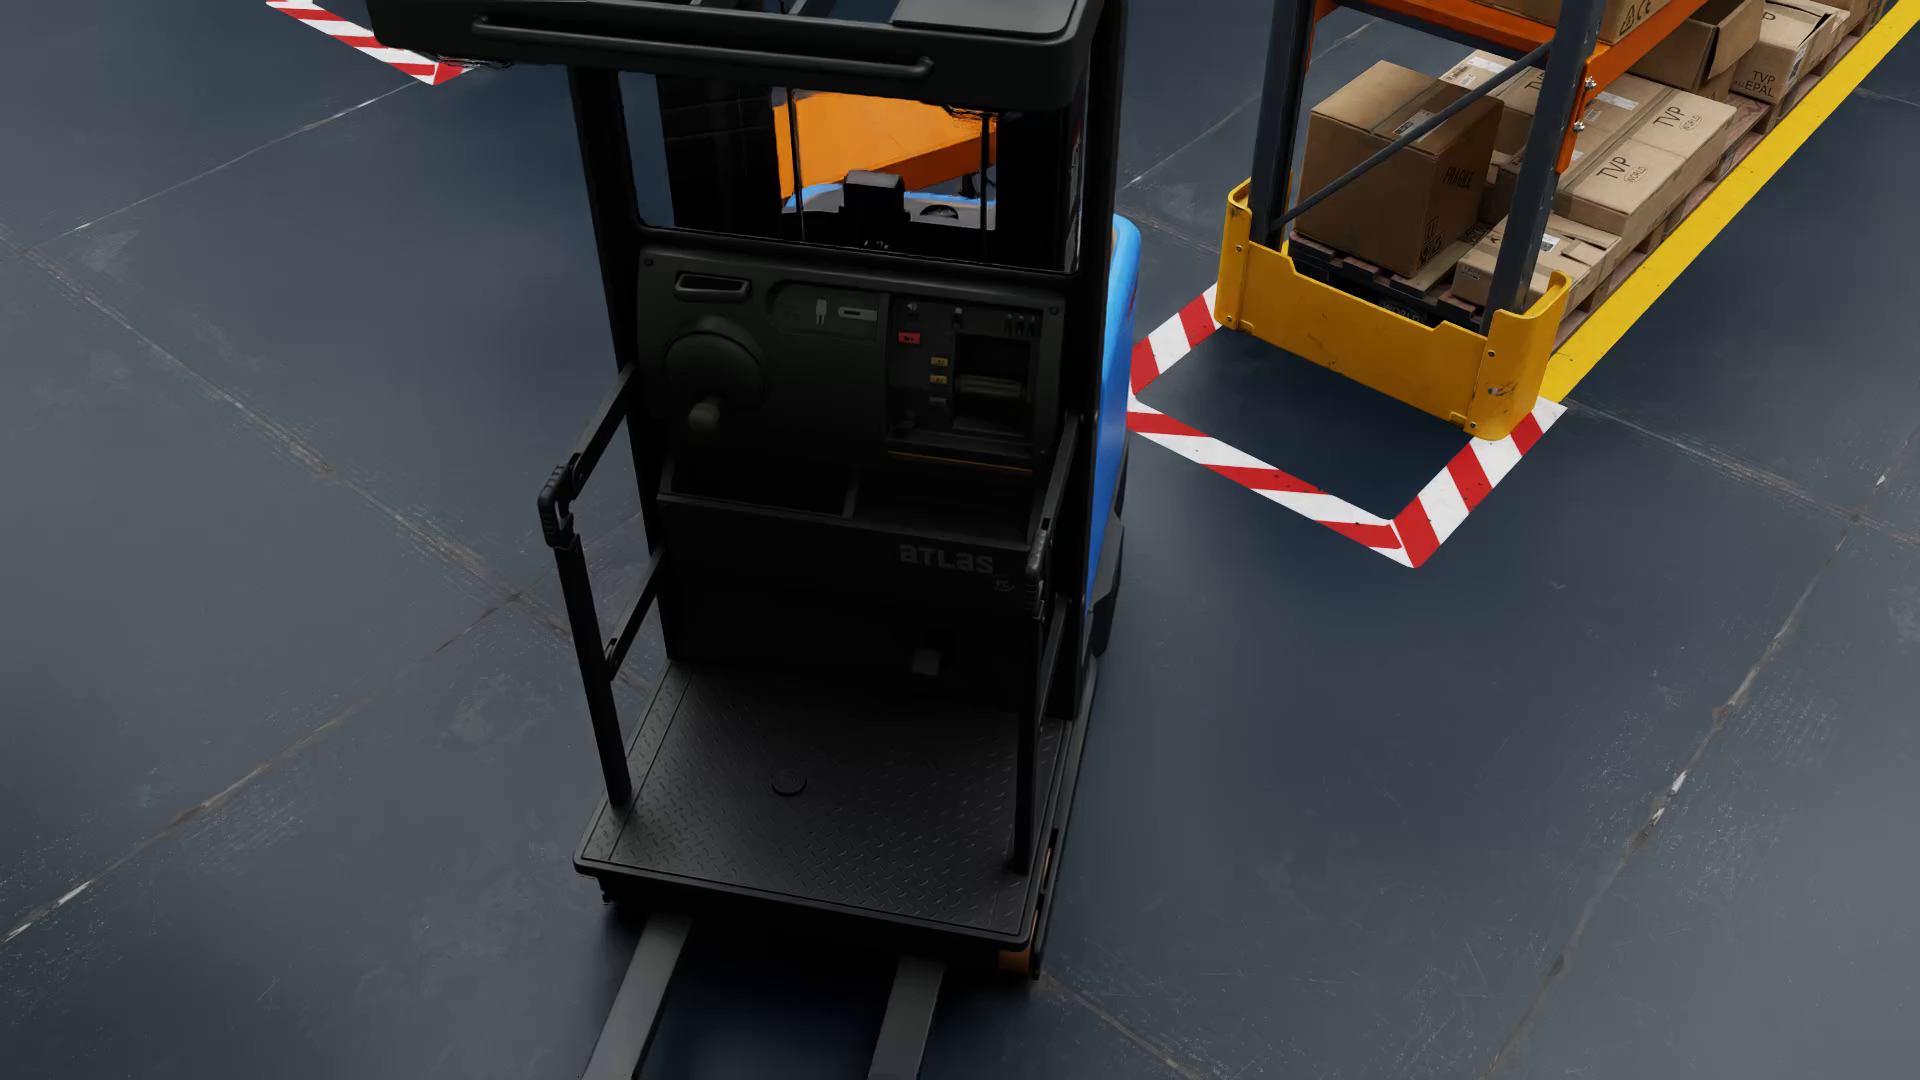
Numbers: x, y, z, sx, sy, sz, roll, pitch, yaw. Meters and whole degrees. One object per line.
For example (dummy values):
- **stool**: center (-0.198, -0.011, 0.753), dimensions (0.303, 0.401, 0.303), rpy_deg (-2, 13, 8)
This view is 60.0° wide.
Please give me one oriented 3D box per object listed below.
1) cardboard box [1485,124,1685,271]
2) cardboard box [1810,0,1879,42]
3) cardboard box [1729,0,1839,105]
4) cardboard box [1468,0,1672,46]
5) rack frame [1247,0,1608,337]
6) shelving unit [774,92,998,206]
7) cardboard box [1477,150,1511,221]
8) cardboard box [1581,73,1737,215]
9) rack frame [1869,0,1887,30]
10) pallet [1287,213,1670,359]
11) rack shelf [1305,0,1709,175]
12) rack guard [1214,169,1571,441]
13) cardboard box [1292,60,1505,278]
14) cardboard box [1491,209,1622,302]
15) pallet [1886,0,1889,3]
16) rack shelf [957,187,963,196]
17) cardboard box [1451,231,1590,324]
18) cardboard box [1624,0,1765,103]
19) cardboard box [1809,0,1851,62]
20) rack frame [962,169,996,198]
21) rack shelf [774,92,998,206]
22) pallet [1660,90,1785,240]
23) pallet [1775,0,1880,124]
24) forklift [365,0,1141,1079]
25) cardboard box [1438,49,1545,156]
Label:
- **cardboard box**: center (2.311, -1.289, 6.154), dimensions (0.500, 0.250, 0.500), rpy_deg (29, 50, 28)
- **cardboard box**: center (3.846, -2.610, 7.422), dimensions (0.500, 0.500, 0.500), rpy_deg (29, 50, 28)
- **cardboard box**: center (3.364, -2.154, 7.061), dimensions (0.500, 0.311, 0.500), rpy_deg (29, 50, 28)
- **cardboard box**: center (1.909, -1.880, 5.013), dimensions (0.500, 0.500, 0.500), rpy_deg (31, 50, 29)
- **rack frame**: center (1.422, -1.729, 4.921), dimensions (1.000, 3.000, 0.127), rpy_deg (29, 50, 28)
- **shelving unit**: center (-0.275, -1.015, 5.527), dimensions (1.048, 1.125, 0.538), rpy_deg (-23, 47, -23)
- **cardboard box**: center (1.913, -1.399, 6.338), dimensions (0.380, 0.166, 0.250), rpy_deg (29, 50, 28)
- **cardboard box**: center (2.632, -1.546, 6.437), dimensions (0.500, 0.250, 0.500), rpy_deg (29, 50, 28)
- **rack frame**: center (3.996, -3.788, 7.187), dimensions (1.000, 3.000, 0.127), rpy_deg (29, 50, 28)
- **pallet**: center (1.983, -1.147, 6.355), dimensions (1.003, 0.211, 1.213), rpy_deg (29, 50, 28)
- **rack shelf**: center (2.709, -2.492, 6.296), dimensions (1.077, 0.370, 4.000), rpy_deg (29, 50, 28)
- **rack guard**: center (1.471, -0.843, 5.805), dimensions (1.175, 0.500, 0.348), rpy_deg (29, 50, 28)
- **cardboard box**: center (1.583, -1.353, 6.039), dimensions (0.500, 0.500, 0.500), rpy_deg (29, 50, 28)
- **cardboard box**: center (2.115, -1.039, 5.942), dimensions (0.380, 0.166, 0.250), rpy_deg (29, 50, 28)
- **pallet**: center (4.491, -3.192, 8.603), dimensions (1.003, 0.211, 1.213), rpy_deg (29, 50, 28)
- **rack shelf**: center (-0.276, -0.835, 5.693), dimensions (1.000, 0.278, 0.538), rpy_deg (-23, 47, -23)
- **cardboard box**: center (1.954, -0.903, 5.806), dimensions (0.380, 0.149, 0.250), rpy_deg (29, 50, 28)
- **cardboard box**: center (2.791, -2.058, 6.812), dimensions (0.797, 0.503, 0.637), rpy_deg (29, 50, 28)
- **cardboard box**: center (3.651, -2.261, 7.299), dimensions (0.380, 0.149, 0.250), rpy_deg (29, 50, 28)
- **rack frame**: center (0.154, -1.198, 5.729), dimensions (0.032, 1.125, 0.500), rpy_deg (-23, 47, -23)
- **rack shelf**: center (-0.274, -1.231, 5.329), dimensions (1.000, 0.278, 0.538), rpy_deg (-23, 47, -23)
- **pallet**: center (2.768, -1.772, 7.042), dimensions (1.003, 0.211, 1.213), rpy_deg (29, 50, 28)
- **pallet**: center (3.553, -2.403, 7.736), dimensions (1.003, 0.211, 1.213), rpy_deg (29, 50, 28)
- **forklift**: center (-0.284, -0.302, 3.404), dimensions (1.130, 2.935, 3.031), rpy_deg (8, 43, 9)
- **cardboard box**: center (2.217, -1.737, 6.647), dimensions (0.500, 0.250, 0.500), rpy_deg (29, 50, 28)
